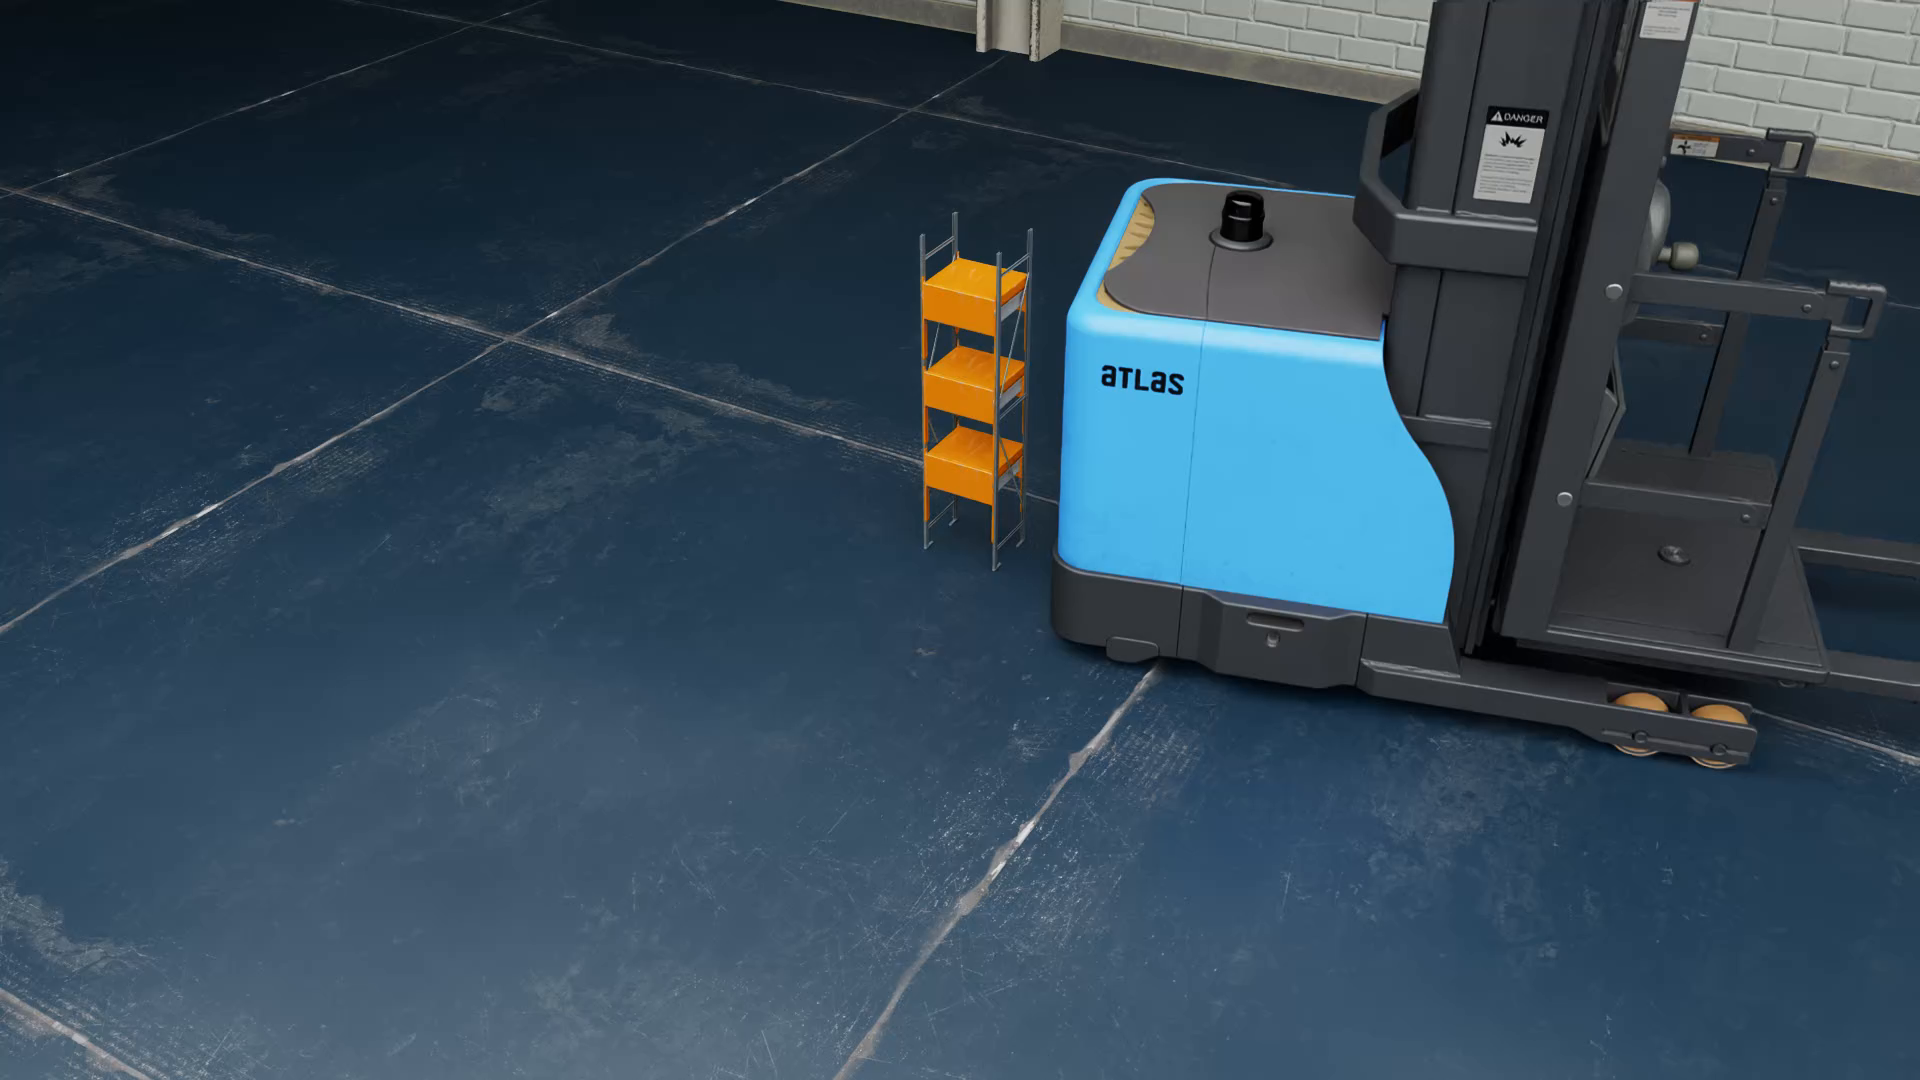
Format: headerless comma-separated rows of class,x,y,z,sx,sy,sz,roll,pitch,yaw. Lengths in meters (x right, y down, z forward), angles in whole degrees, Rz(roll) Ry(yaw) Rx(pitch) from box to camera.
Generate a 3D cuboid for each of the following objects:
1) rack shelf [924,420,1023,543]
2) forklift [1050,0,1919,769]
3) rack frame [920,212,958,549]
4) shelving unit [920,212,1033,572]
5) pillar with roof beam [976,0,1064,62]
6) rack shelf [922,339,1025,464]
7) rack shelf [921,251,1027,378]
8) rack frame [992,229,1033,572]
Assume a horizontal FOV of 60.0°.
rack shelf,0.046,-0.182,5.097,0.240,0.259,0.215,18,37,24
forklift,1.834,-0.950,4.032,3.031,2.935,1.130,8,35,12
rack frame,-0.059,-0.456,4.987,0.008,1.050,0.200,18,37,24
shelving unit,0.046,-0.422,4.937,0.252,1.050,0.215,18,37,24
pillar with roof beam,-1.800,-4.461,3.830,0.400,9.000,9.100,18,37,24
rack shelf,0.046,-0.413,4.943,0.240,0.259,0.215,18,37,24
rack shelf,0.046,-0.650,4.785,0.240,0.259,0.215,18,37,24
rack frame,0.152,-0.389,4.887,0.008,1.050,0.200,18,37,24
